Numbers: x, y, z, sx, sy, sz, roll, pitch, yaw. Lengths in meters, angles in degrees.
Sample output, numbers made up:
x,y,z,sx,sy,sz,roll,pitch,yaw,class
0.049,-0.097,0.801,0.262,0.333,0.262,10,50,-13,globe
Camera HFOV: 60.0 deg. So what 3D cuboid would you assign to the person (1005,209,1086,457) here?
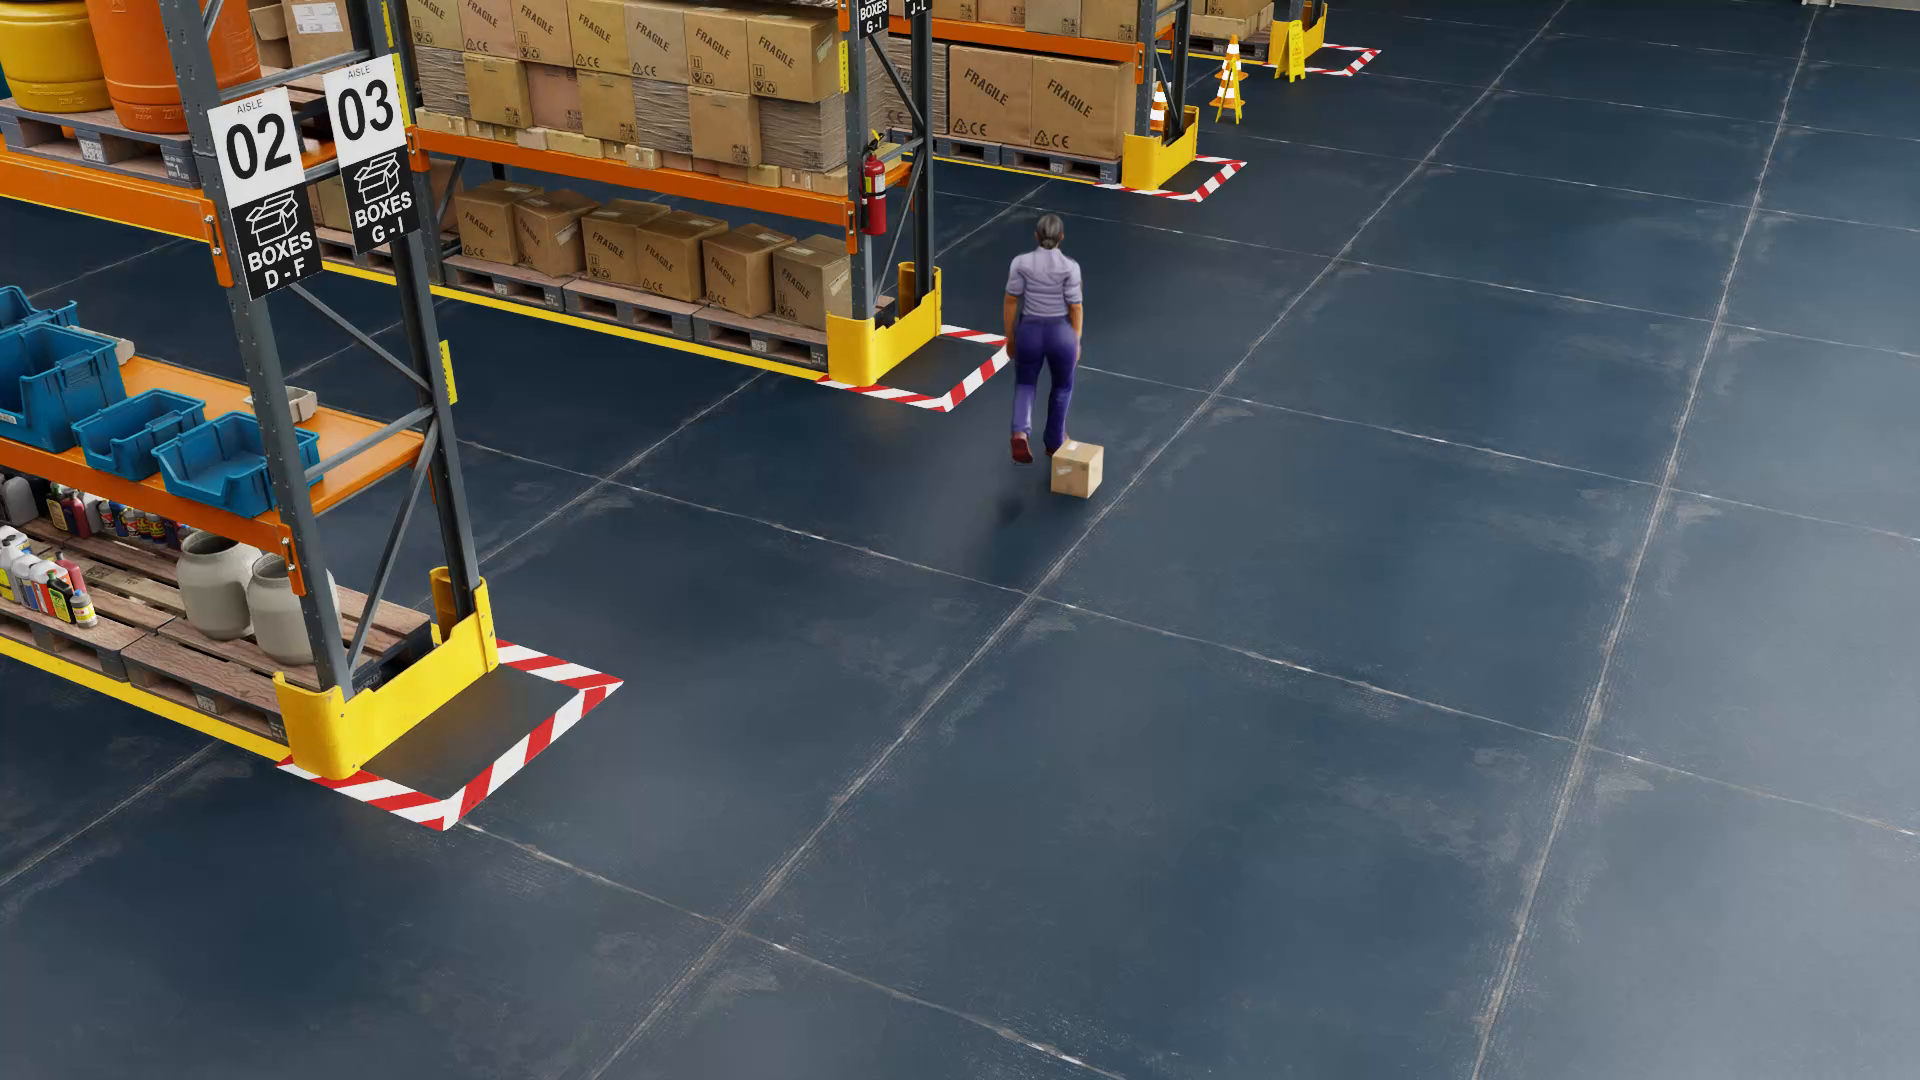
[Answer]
x,y,z,sx,sy,sz,roll,pitch,yaw,class
0.532,-1.281,10.447,0.495,1.635,0.480,7,31,12,person
